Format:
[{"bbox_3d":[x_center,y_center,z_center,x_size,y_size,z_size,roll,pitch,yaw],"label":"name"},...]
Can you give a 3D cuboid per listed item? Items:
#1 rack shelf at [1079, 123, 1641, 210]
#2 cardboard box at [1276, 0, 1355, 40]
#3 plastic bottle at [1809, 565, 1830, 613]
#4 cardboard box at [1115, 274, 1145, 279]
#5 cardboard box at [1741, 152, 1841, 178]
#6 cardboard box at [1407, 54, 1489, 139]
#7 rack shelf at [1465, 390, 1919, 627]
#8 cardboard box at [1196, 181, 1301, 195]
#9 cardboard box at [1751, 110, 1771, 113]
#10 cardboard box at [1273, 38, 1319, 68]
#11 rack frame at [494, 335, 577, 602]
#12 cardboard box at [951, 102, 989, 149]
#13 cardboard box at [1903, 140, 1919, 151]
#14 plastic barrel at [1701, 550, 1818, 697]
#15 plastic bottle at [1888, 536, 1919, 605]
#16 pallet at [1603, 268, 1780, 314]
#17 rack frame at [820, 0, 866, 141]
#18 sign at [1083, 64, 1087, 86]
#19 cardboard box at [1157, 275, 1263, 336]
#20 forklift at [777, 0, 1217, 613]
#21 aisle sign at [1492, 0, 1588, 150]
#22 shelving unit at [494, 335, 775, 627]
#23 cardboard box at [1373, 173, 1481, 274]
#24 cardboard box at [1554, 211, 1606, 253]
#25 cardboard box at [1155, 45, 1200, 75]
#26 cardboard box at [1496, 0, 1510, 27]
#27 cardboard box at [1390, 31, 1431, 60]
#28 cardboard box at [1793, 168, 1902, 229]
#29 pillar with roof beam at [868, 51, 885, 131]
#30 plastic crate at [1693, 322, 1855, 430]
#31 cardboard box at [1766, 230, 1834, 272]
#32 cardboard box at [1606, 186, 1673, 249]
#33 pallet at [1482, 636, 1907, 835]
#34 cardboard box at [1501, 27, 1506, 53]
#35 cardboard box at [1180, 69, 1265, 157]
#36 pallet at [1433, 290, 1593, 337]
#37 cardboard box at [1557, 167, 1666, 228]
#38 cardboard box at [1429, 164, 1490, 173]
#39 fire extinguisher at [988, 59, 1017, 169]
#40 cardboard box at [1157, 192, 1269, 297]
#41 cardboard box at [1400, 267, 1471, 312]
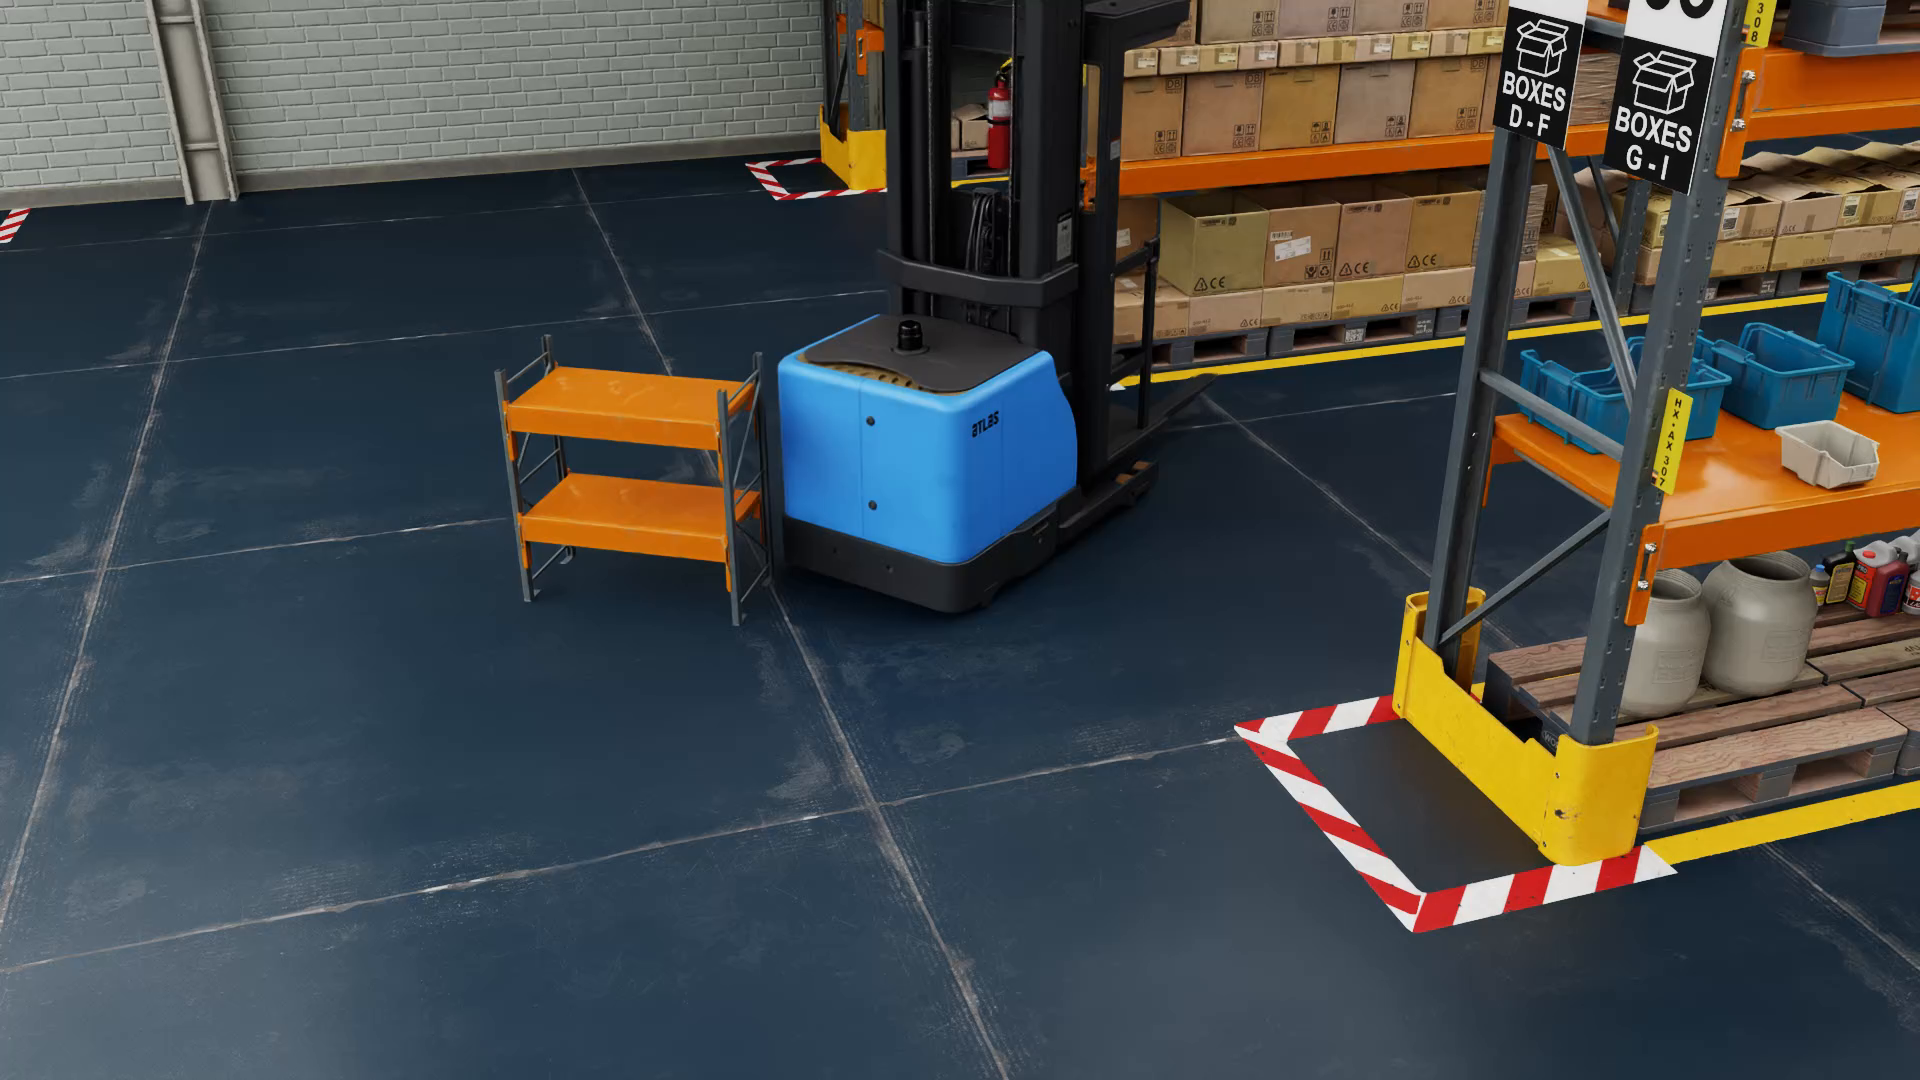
[{"bbox_3d":[2.423,-2.464,10.648,4.000,0.370,1.077,-8,28,-16],"label":"rack shelf"},{"bbox_3d":[1.996,-3.347,10.047,0.500,0.500,0.700,-8,28,-16],"label":"cardboard box"},{"bbox_3d":[3.662,0.202,7.121,0.097,0.201,0.097,0,26,0],"label":"plastic bottle"},{"bbox_3d":[0.939,-1.666,10.852,0.500,0.250,0.500,-8,28,-16],"label":"cardboard box"},{"bbox_3d":[6.068,-2.656,12.215,0.500,0.311,0.500,-9,28,-17],"label":"cardboard box"},{"bbox_3d":[2.927,-2.900,10.605,0.500,0.500,0.700,-8,27,-15],"label":"cardboard box"},{"bbox_3d":[3.953,-0.369,6.429,4.000,0.370,1.077,-8,28,-16],"label":"rack shelf"},{"bbox_3d":[1.885,-2.146,10.977,0.500,0.500,0.500,-8,28,-16],"label":"cardboard box"},{"bbox_3d":[5.230,-2.984,11.171,0.250,0.149,0.380,-8,28,-16],"label":"cardboard box"},{"bbox_3d":[1.942,-2.952,9.980,0.250,0.149,0.380,-9,28,-18],"label":"cardboard box"},{"bbox_3d":[-1.940,-0.327,7.643,0.032,1.125,0.500,6,27,12],"label":"rack frame"},{"bbox_3d":[0.211,-3.733,14.925,0.500,0.311,0.500,-6,27,-12],"label":"cardboard box"},{"bbox_3d":[7.539,-2.872,12.651,0.500,0.311,0.500,-7,27,-14],"label":"cardboard box"},{"bbox_3d":[3.130,0.319,6.560,0.421,0.512,0.421,0,26,0],"label":"plastic barrel"},{"bbox_3d":[4.042,0.127,7.190,0.135,0.276,0.152,-9,28,-18],"label":"plastic bottle"},{"bbox_3d":[5.013,-1.930,11.901,1.213,0.211,1.003,-8,28,-16],"label":"pallet"},{"bbox_3d":[-1.017,-4.604,14.151,0.127,3.000,1.000,-8,28,-16],"label":"rack frame"},{"bbox_3d":[0.687,-2.698,9.249,0.005,0.325,0.100,-8,28,-16],"label":"sign"},{"bbox_3d":[1.574,-1.517,10.553,0.500,0.250,0.500,-8,28,-16],"label":"cardboard box"},{"bbox_3d":[0.389,-1.594,8.165,1.130,2.935,3.031,16,31,29],"label":"forklift"},{"bbox_3d":[1.891,-1.696,5.369,0.004,0.787,0.394,-8,28,-16],"label":"aisle sign"},{"bbox_3d":[-1.445,-0.275,7.540,1.048,1.125,0.538,6,27,12],"label":"shelving unit"},{"bbox_3d":[2.998,-2.063,10.809,0.500,0.500,0.500,-8,28,-16],"label":"cardboard box"},{"bbox_3d":[4.629,-2.198,11.923,0.500,0.250,0.500,-9,28,-17],"label":"cardboard box"},{"bbox_3d":[1.211,-2.846,9.768,0.250,0.149,0.380,-9,28,-17],"label":"cardboard box"},{"bbox_3d":[3.424,-3.553,10.463,0.500,0.500,0.700,-8,28,-16],"label":"cardboard box"},{"bbox_3d":[2.673,-3.057,10.192,0.250,0.149,0.380,-7,27,-14],"label":"cardboard box"},{"bbox_3d":[6.256,-2.433,11.766,0.500,0.311,0.500,-7,27,-15],"label":"cardboard box"},{"bbox_3d":[0.714,-5.933,10.082,0.400,9.000,9.100,-8,28,-16],"label":"pillar with roof beam"},{"bbox_3d":[3.054,-0.632,6.316,0.408,0.251,0.499,-8,28,-16],"label":"plastic crate"},{"bbox_3d":[5.763,-2.111,11.749,0.500,0.250,0.500,-9,28,-18],"label":"cardboard box"},{"bbox_3d":[4.794,-2.221,11.339,0.500,0.311,0.500,-8,28,-16],"label":"cardboard box"},{"bbox_3d":[2.883,0.693,6.616,1.213,0.211,1.003,-8,28,-16],"label":"pallet"},{"bbox_3d":[3.399,-3.162,10.403,0.250,0.149,0.380,-8,28,-16],"label":"cardboard box"},{"bbox_3d":[1.467,-2.689,10.180,0.500,0.500,0.700,-8,27,-15],"label":"cardboard box"},{"bbox_3d":[3.555,-1.721,11.478,1.213,0.211,1.003,-8,28,-16],"label":"pallet"},{"bbox_3d":[4.621,-2.446,11.793,0.500,0.311,0.500,-8,28,-16],"label":"cardboard box"},{"bbox_3d":[3.313,-2.350,11.387,0.500,0.500,0.500,-8,28,-16],"label":"cardboard box"},{"bbox_3d":[0.265,-2.656,10.314,0.183,0.674,0.296,-8,28,-16],"label":"fire extinguisher"},{"bbox_3d":[1.575,-1.852,10.385,0.500,0.500,0.500,-8,28,-16],"label":"cardboard box"},{"bbox_3d":[3.002,-1.722,10.965,0.500,0.250,0.500,-8,28,-16],"label":"cardboard box"}]
